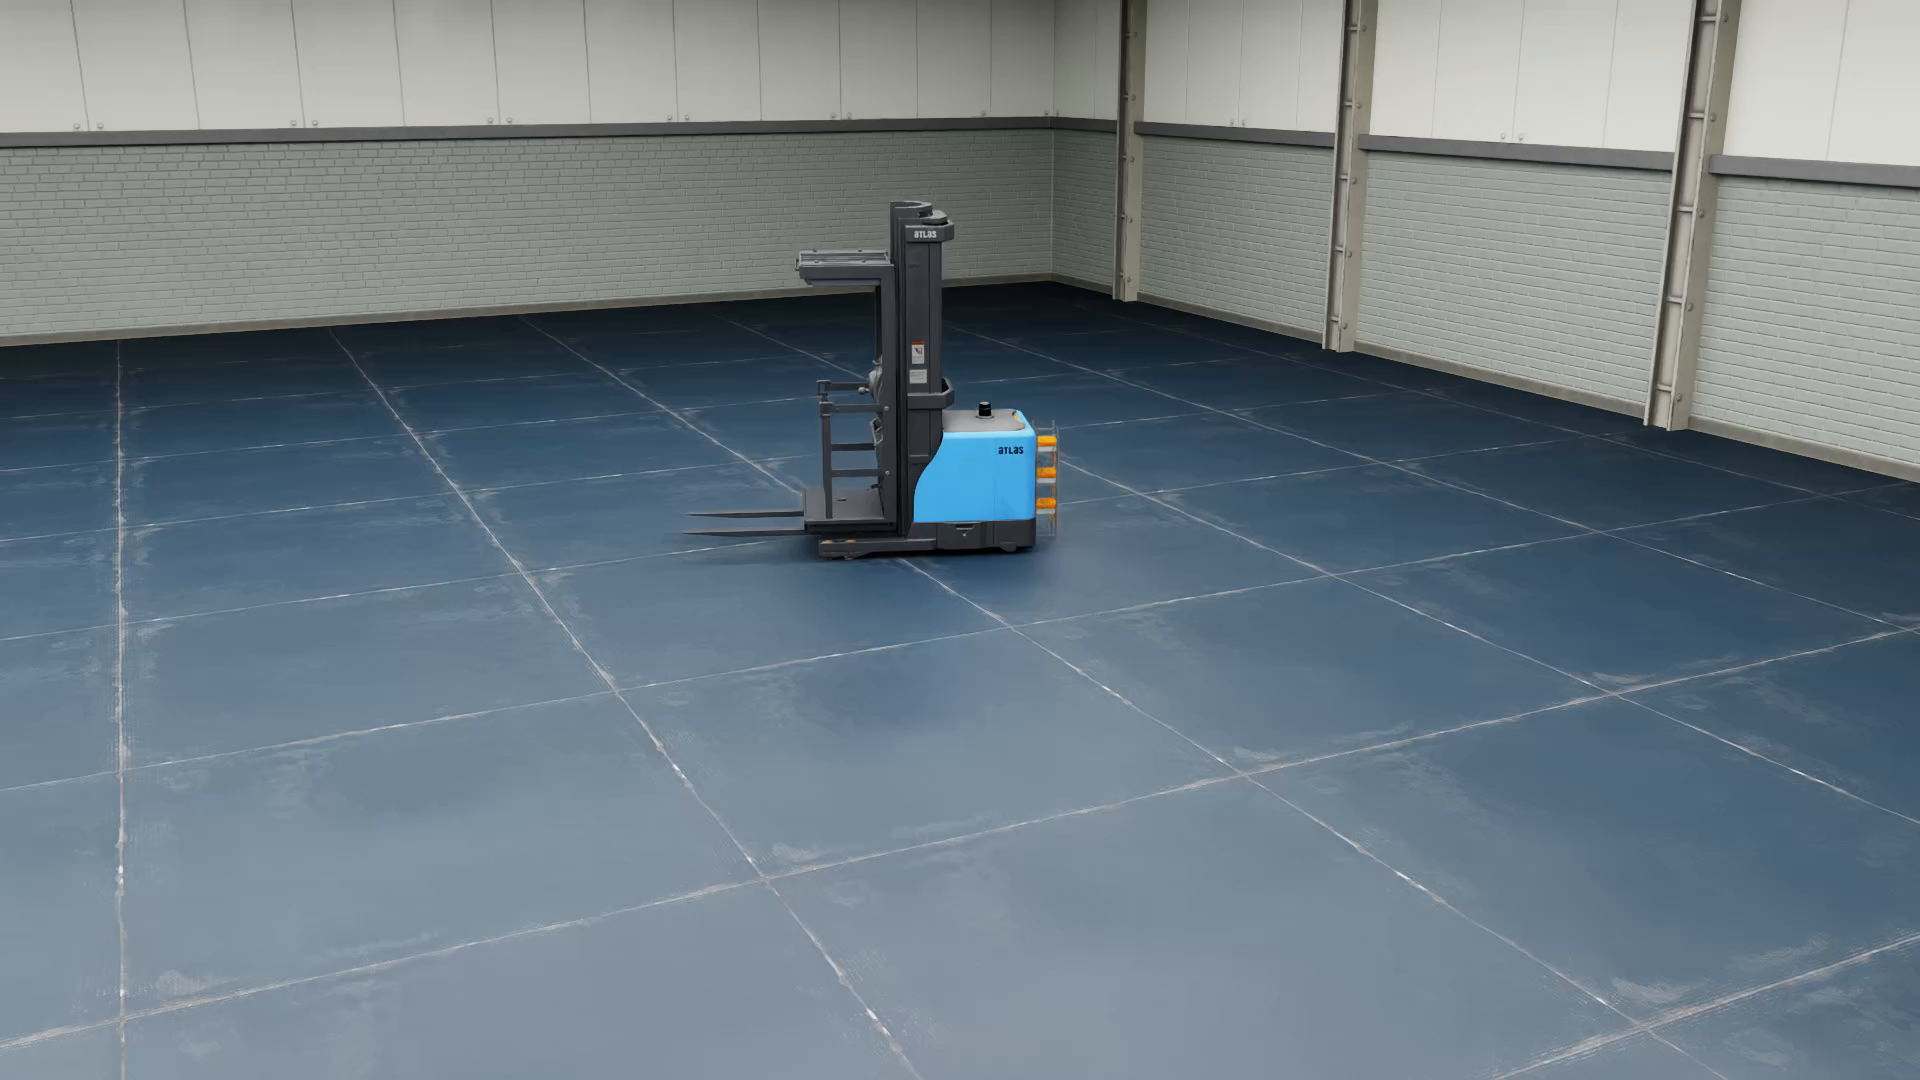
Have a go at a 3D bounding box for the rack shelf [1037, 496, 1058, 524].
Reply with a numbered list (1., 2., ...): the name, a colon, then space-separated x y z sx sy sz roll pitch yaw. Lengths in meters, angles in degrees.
1. rack shelf: 0.742 -0.235 14.712 0.215 0.259 0.240 -2 16 -5

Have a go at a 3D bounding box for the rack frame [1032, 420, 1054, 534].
1. rack frame: 0.730 -0.546 14.750 0.200 1.050 0.008 -2 16 -5

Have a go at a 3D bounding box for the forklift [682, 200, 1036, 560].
1. forklift: -0.895 -1.390 14.280 3.031 2.935 1.130 -2 16 -5

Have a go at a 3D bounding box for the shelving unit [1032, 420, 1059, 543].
1. shelving unit: 0.742 -0.512 14.633 0.215 1.050 0.252 -2 16 -5

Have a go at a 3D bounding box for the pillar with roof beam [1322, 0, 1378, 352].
1. pillar with roof beam: 1.718 -6.613 21.483 9.100 9.000 0.400 -8 18 -25

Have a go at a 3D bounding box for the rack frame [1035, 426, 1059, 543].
1. rack frame: 0.754 -0.479 14.516 0.200 1.050 0.008 -2 16 -5

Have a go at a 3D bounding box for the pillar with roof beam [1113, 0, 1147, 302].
1. pillar with roof beam: -0.911 -8.101 26.667 9.100 9.000 0.400 -8 18 -25

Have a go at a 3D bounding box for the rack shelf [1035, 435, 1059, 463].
1. rack shelf: 0.742 -0.775 14.558 0.215 0.259 0.240 -2 16 -5

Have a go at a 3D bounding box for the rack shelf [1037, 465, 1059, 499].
1. rack shelf: 0.742 -0.502 14.636 0.215 0.259 0.240 -2 16 -5

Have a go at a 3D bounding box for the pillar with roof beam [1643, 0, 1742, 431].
1. pillar with roof beam: 4.346 -5.126 16.298 9.100 9.000 0.400 -8 18 -25
